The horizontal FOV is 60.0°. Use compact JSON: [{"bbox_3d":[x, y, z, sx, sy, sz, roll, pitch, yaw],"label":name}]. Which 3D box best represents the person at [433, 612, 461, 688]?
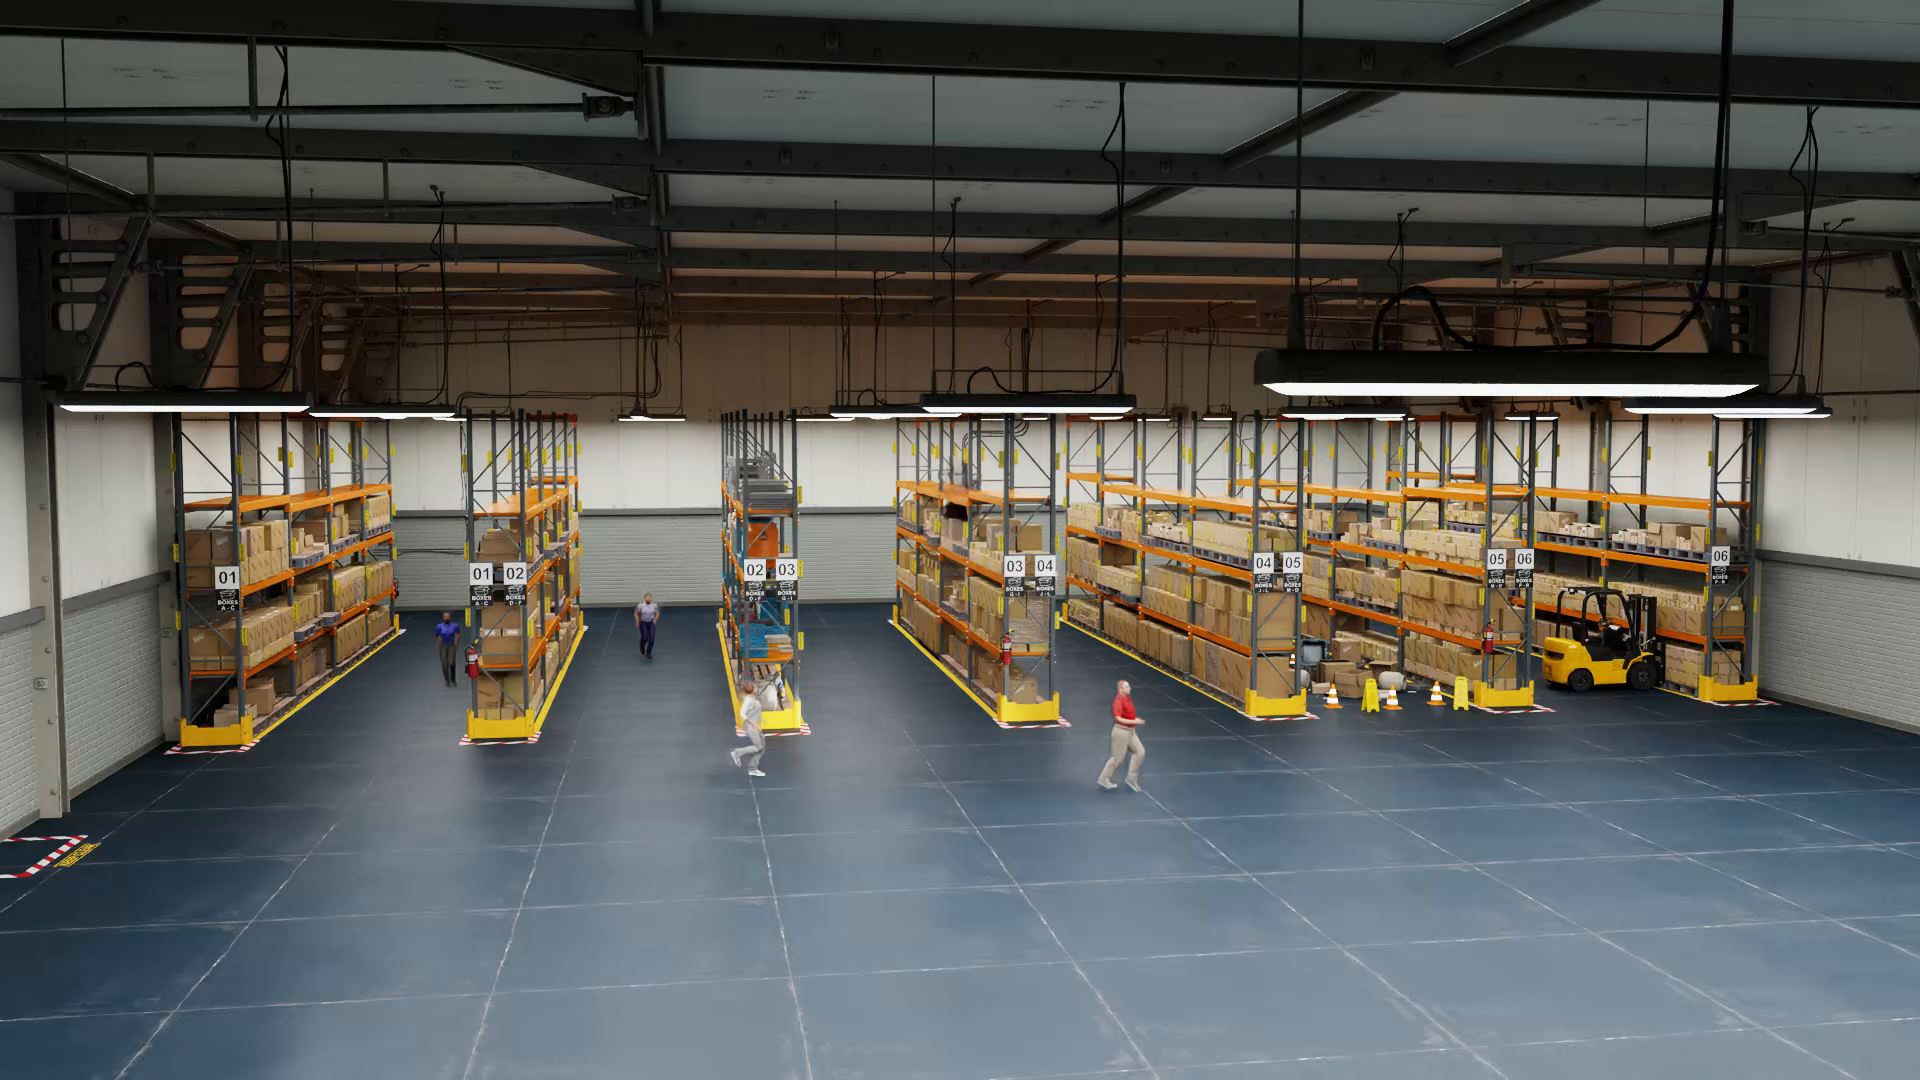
[{"bbox_3d":[-11.131,2.398,36.110,0.572,1.683,0.697,-1,4,-14],"label":"person"}]

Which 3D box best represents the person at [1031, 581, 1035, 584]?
[{"bbox_3d":[2.196,1.687,46.430,0.608,1.624,0.557,-1,4,-13],"label":"person"}]

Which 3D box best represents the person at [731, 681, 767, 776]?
[{"bbox_3d":[-3.432,3.066,27.047,0.549,1.558,0.537,1,4,8],"label":"person"}]

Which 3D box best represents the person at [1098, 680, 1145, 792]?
[{"bbox_3d":[2.534,3.075,25.931,0.754,1.785,0.660,2,4,24],"label":"person"}]

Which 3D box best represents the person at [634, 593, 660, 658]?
[{"bbox_3d":[-7.624,2.094,40.625,0.592,1.600,0.591,-2,4,-21],"label":"person"}]
